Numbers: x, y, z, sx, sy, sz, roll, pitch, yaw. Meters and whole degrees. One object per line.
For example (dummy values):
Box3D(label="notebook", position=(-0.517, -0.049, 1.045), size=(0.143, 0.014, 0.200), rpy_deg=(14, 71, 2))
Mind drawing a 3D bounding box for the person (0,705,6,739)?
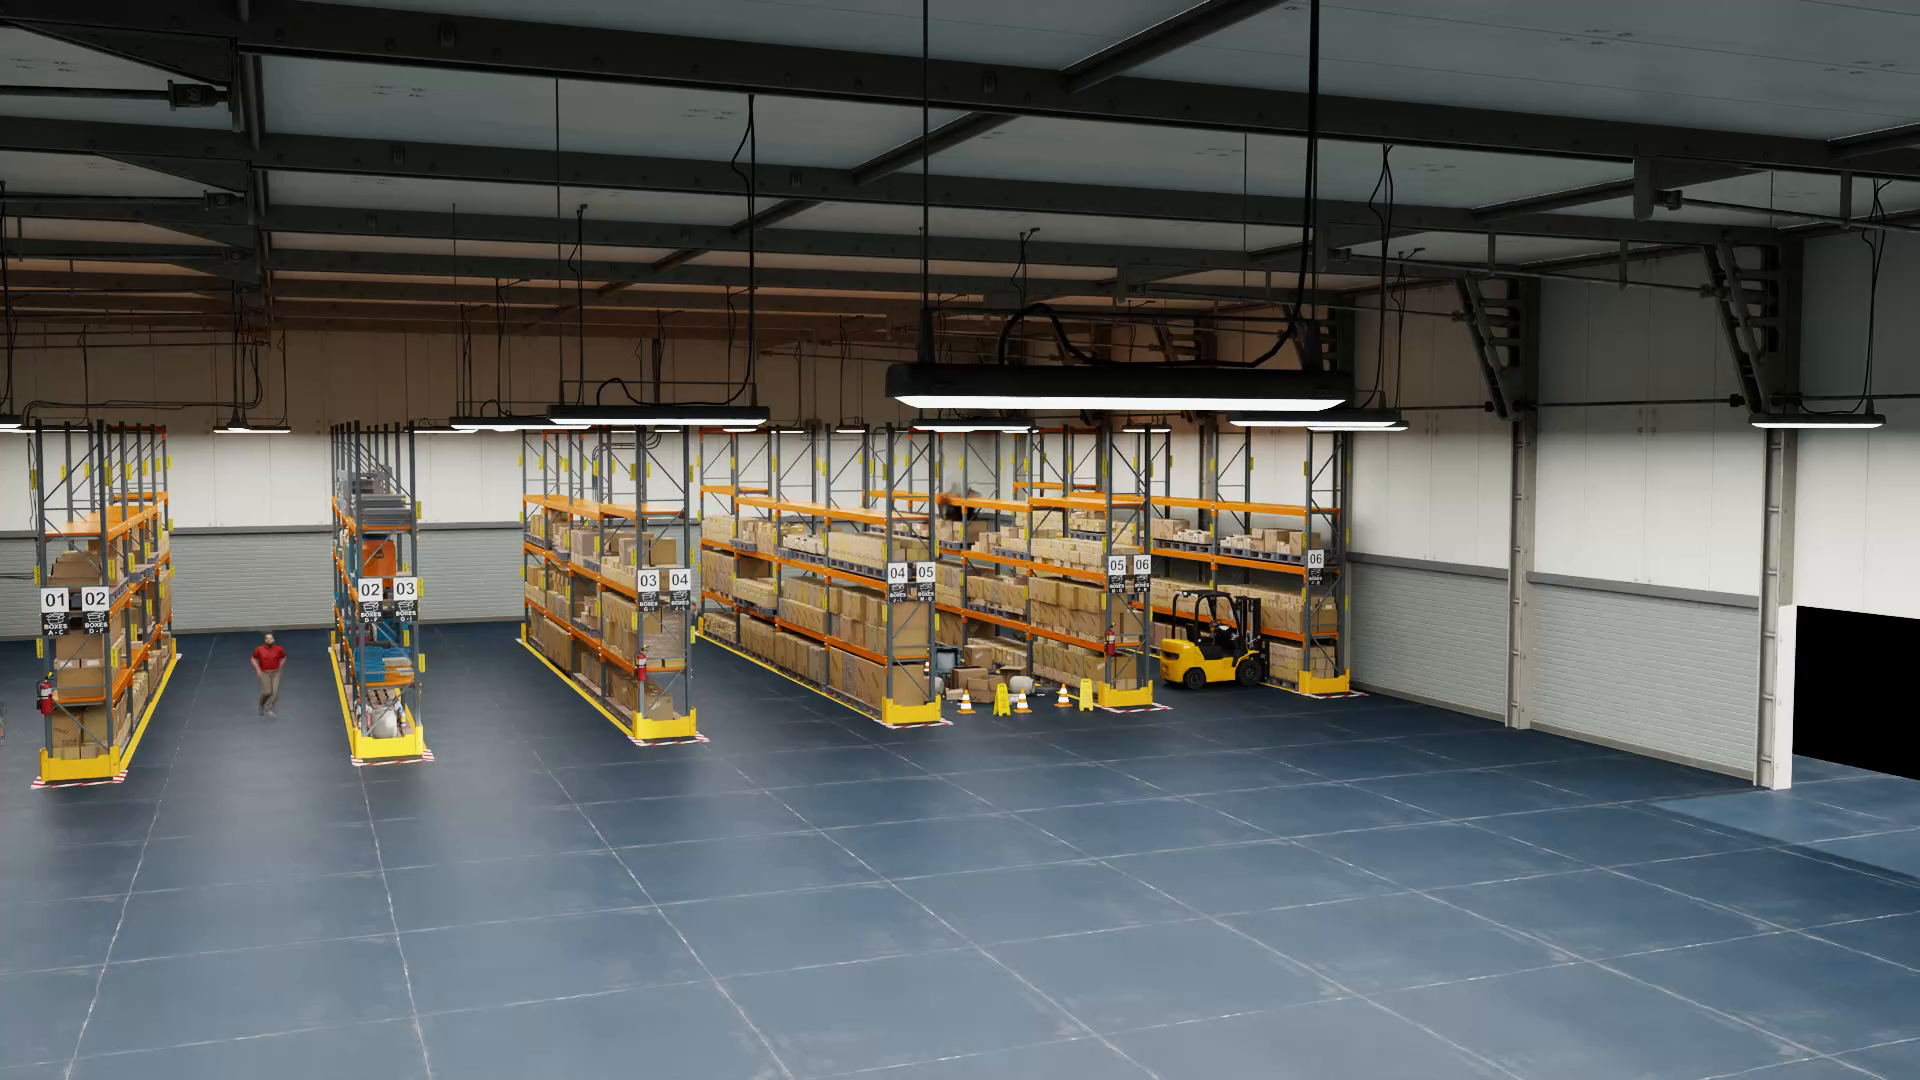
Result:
Box3D(label="person", position=(-15.955, 3.197, 27.161), size=(0.692, 1.699, 0.562), rpy_deg=(-3, 5, -43))

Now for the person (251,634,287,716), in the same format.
Box3D(label="person", position=(-14.036, 2.757, 33.874), size=(0.643, 1.694, 0.602), rpy_deg=(-2, 4, -34))

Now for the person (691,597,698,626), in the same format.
Box3D(label="person", position=(-7.255, 2.092, 43.966), size=(0.670, 1.741, 0.616), rpy_deg=(-1, 4, -11))

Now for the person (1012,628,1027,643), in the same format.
Box3D(label="person", position=(1.620, 2.030, 45.185), size=(0.741, 1.795, 0.735), rpy_deg=(-1, 4, -21))
